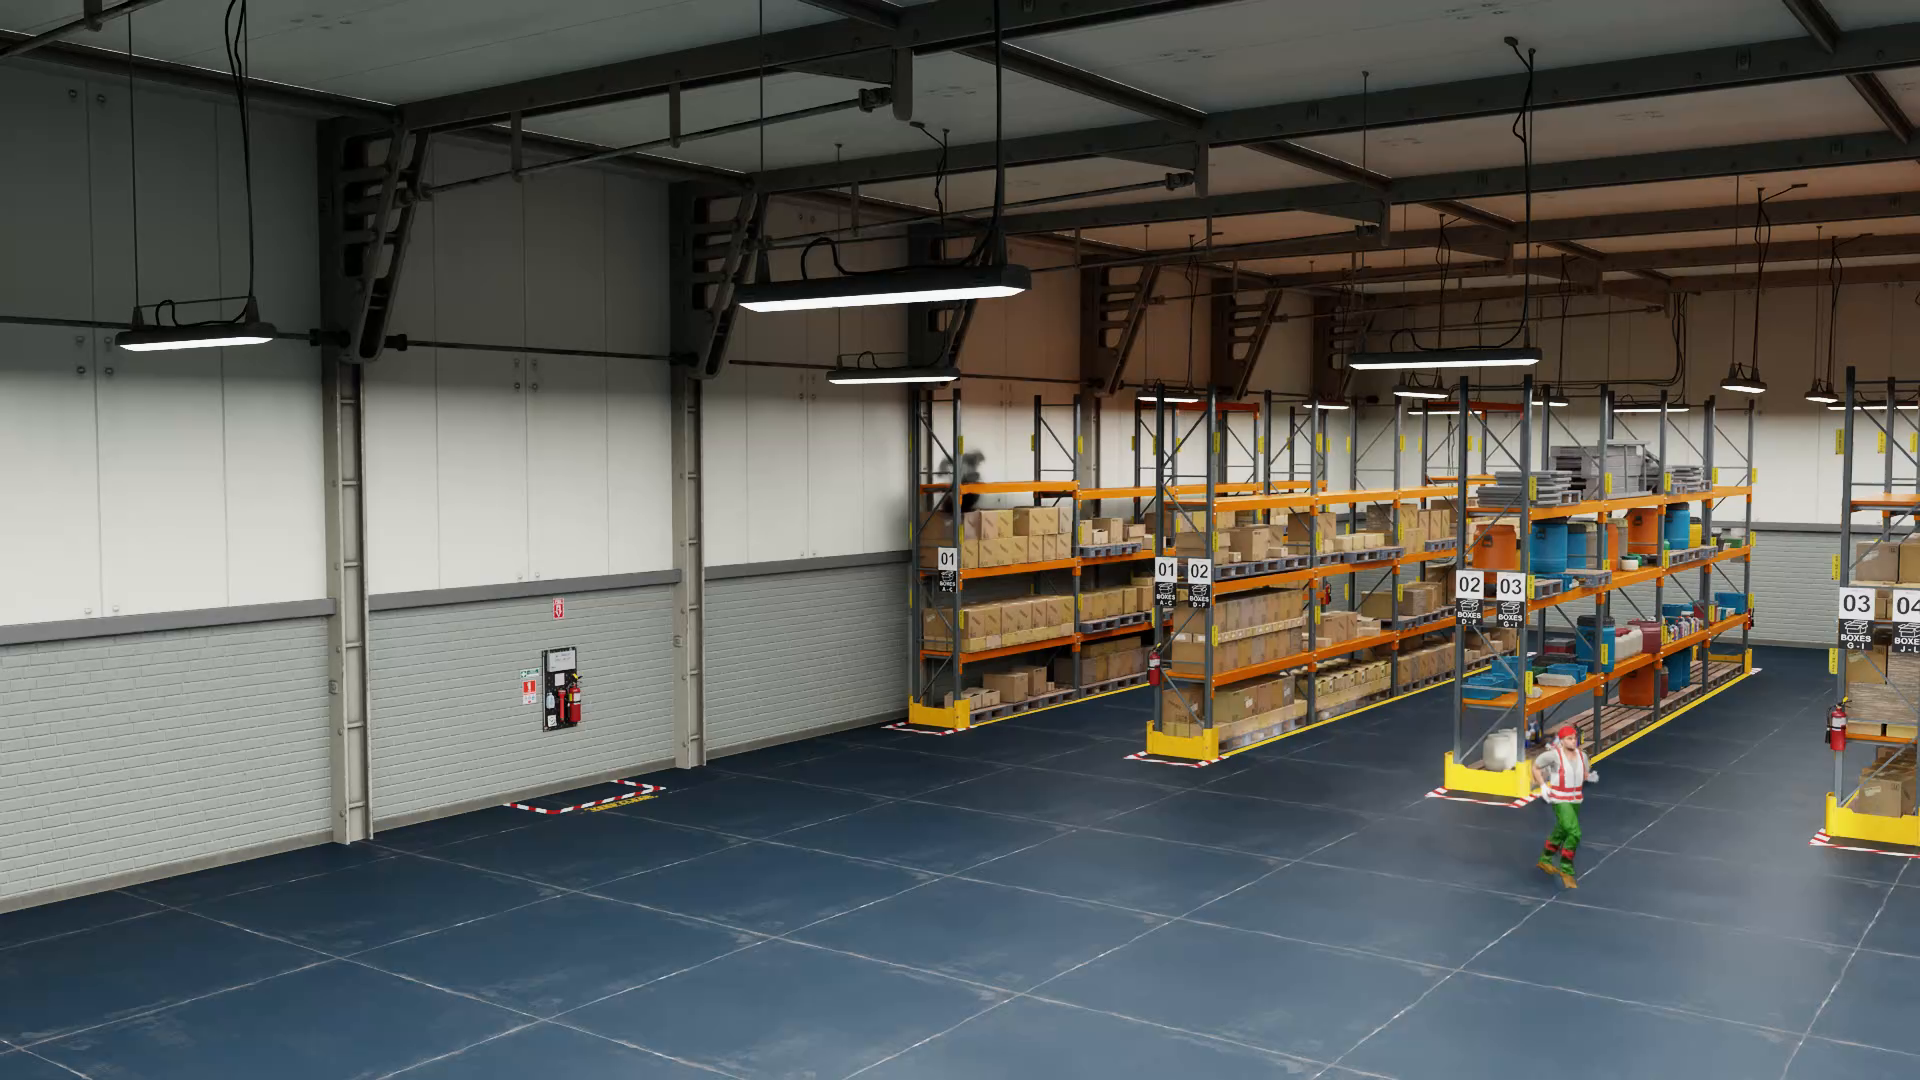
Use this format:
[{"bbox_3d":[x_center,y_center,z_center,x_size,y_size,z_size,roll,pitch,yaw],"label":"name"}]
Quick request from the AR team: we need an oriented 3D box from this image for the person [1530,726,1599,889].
[{"bbox_3d":[6.943,3.038,19.030,0.616,1.851,0.779,-2,4,-25],"label":"person"}]
